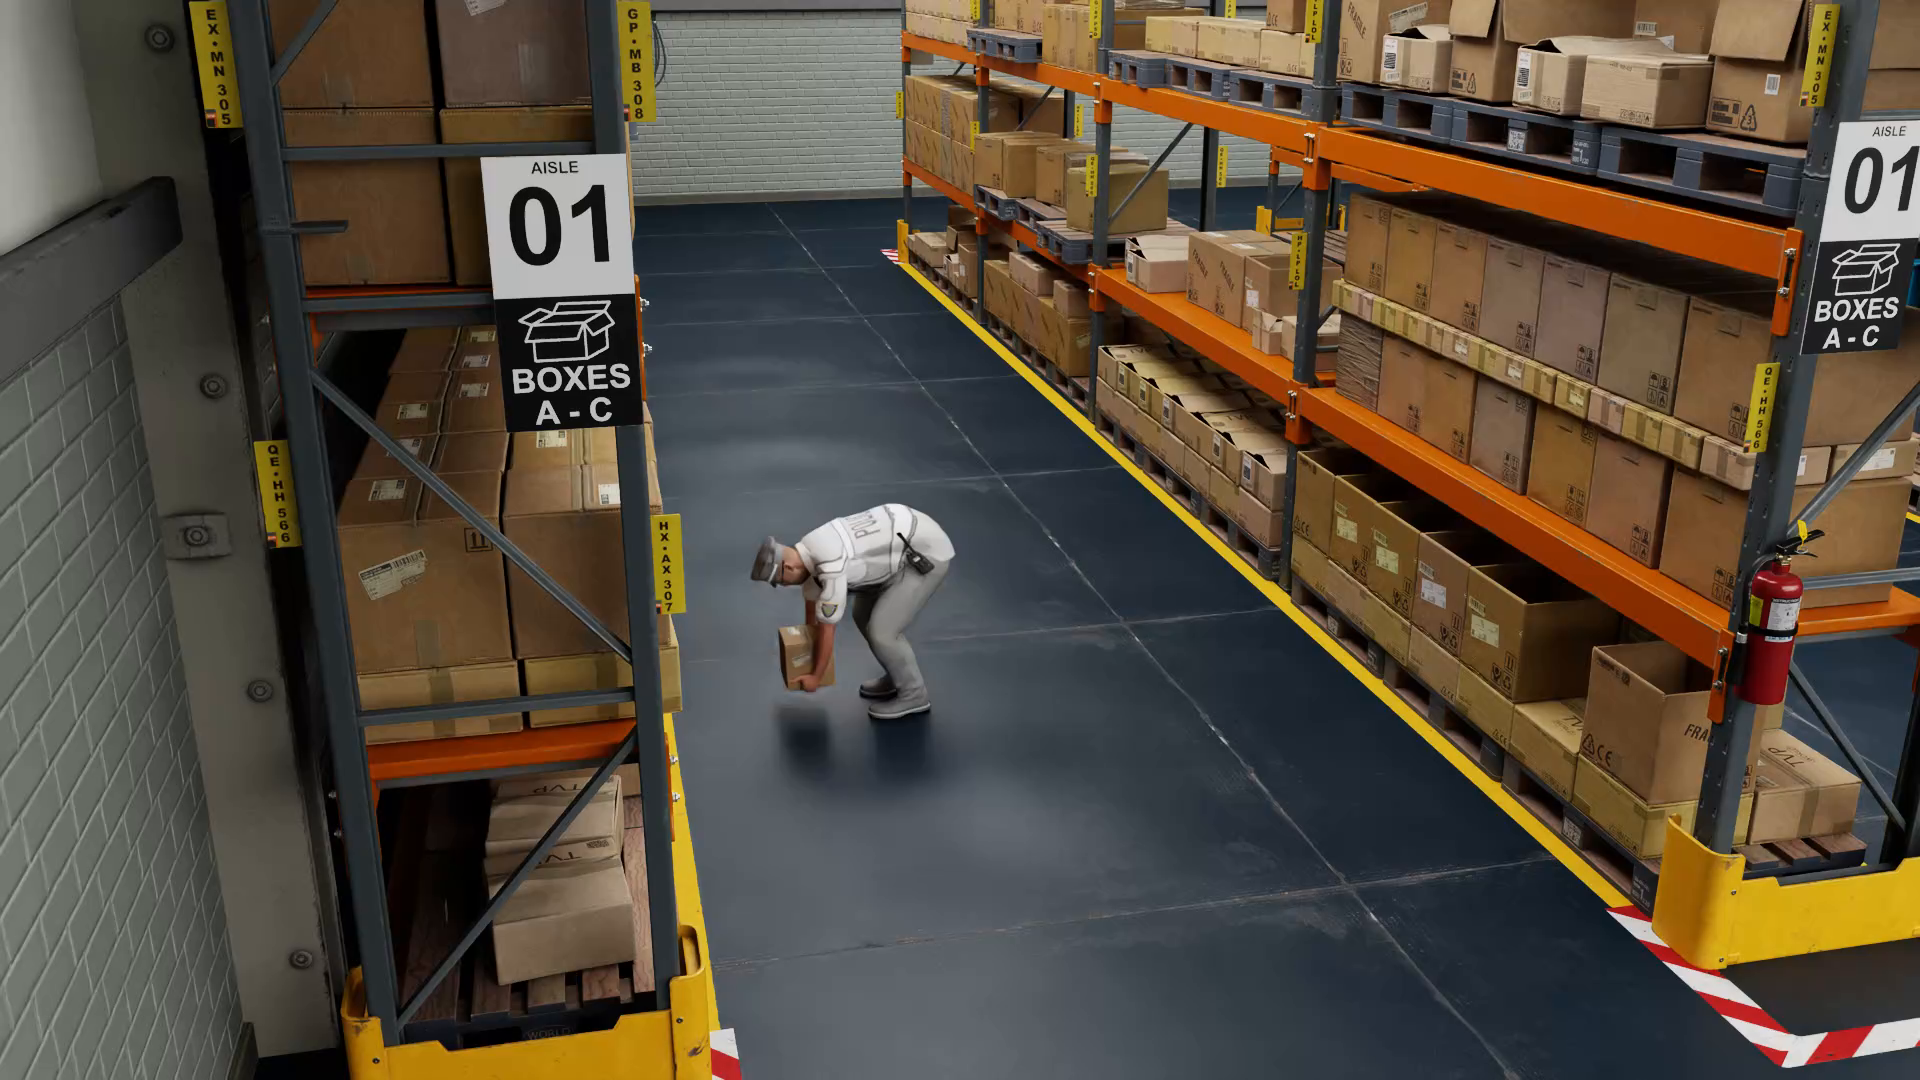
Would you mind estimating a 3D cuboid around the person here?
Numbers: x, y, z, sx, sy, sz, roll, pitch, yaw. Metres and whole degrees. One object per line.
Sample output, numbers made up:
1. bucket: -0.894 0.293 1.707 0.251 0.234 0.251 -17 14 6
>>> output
1. person: -0.551 0.371 8.538 1.042 1.069 0.516 -5 20 -15
